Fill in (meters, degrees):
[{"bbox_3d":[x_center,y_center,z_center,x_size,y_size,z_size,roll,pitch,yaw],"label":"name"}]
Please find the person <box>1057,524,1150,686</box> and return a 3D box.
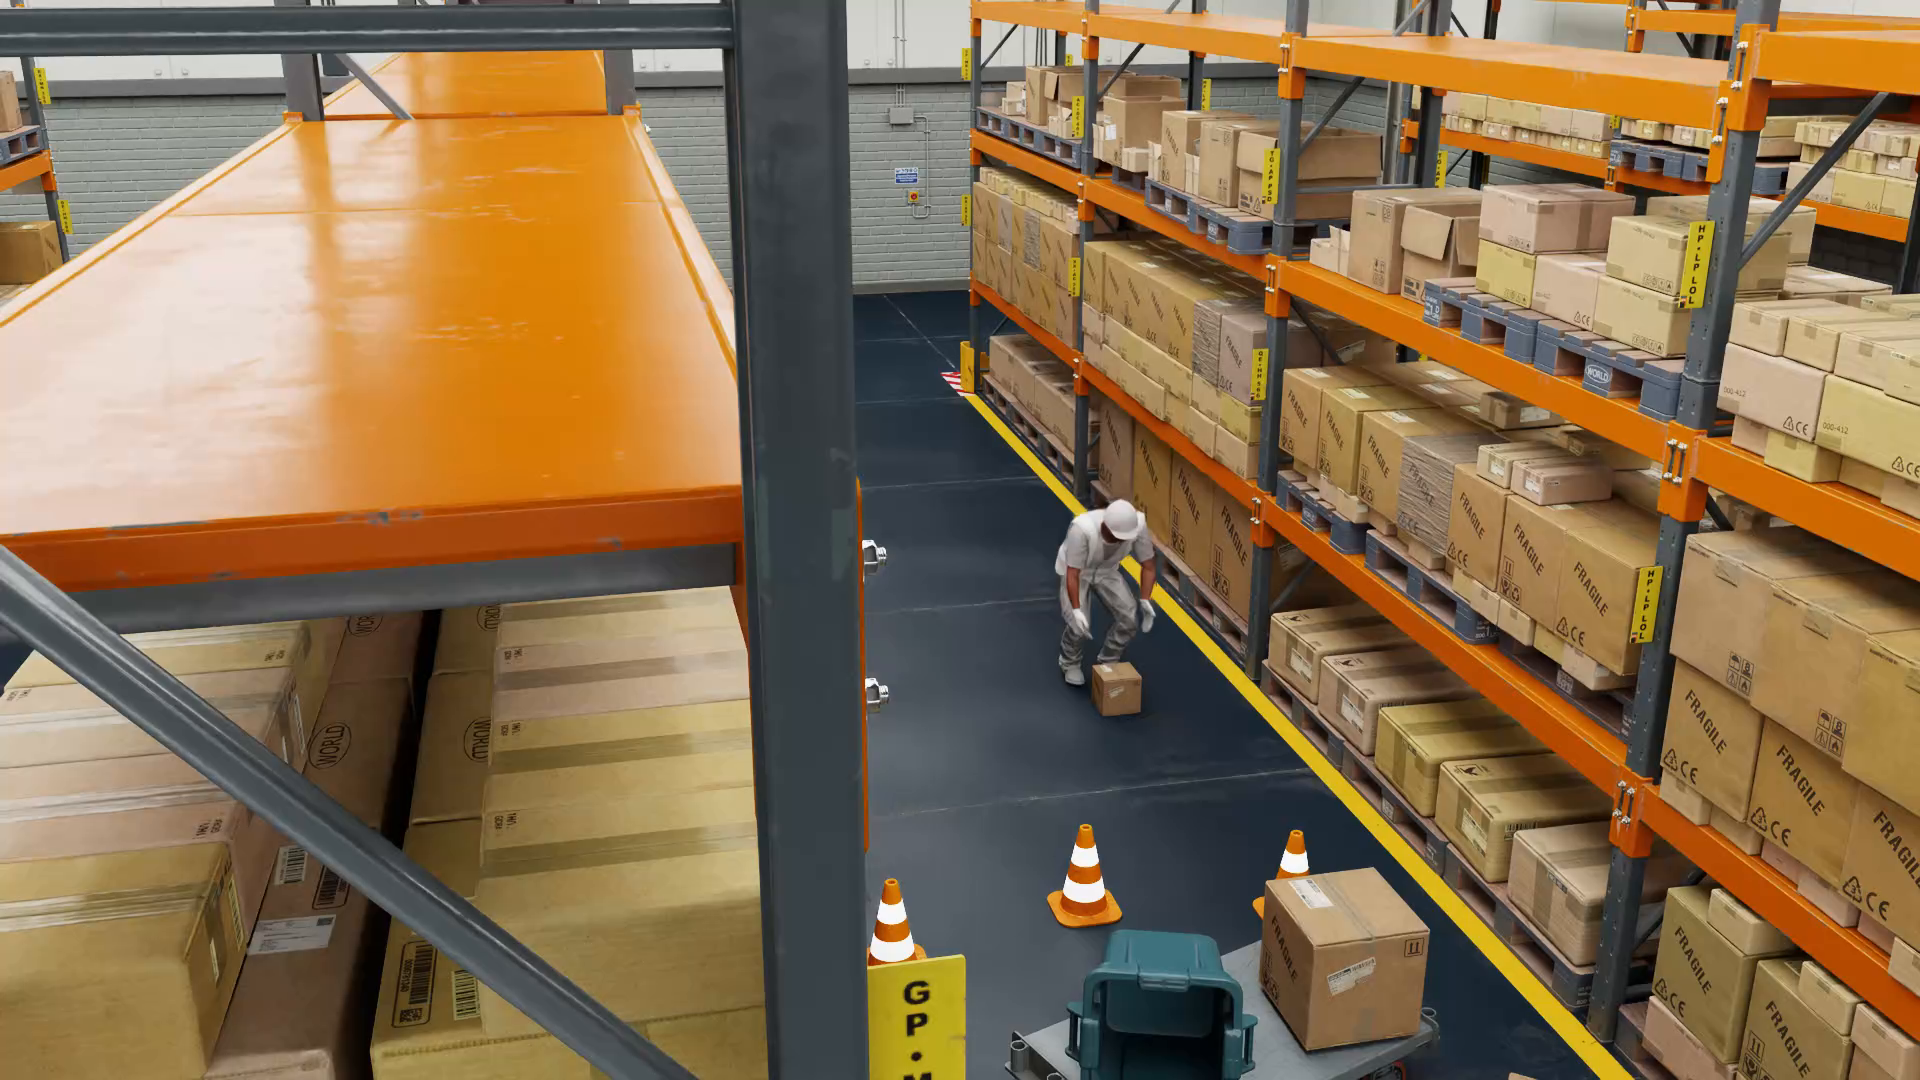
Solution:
[{"bbox_3d":[0.941,0.476,10.763,0.511,1.063,0.991,-5,20,-15],"label":"person"}]
